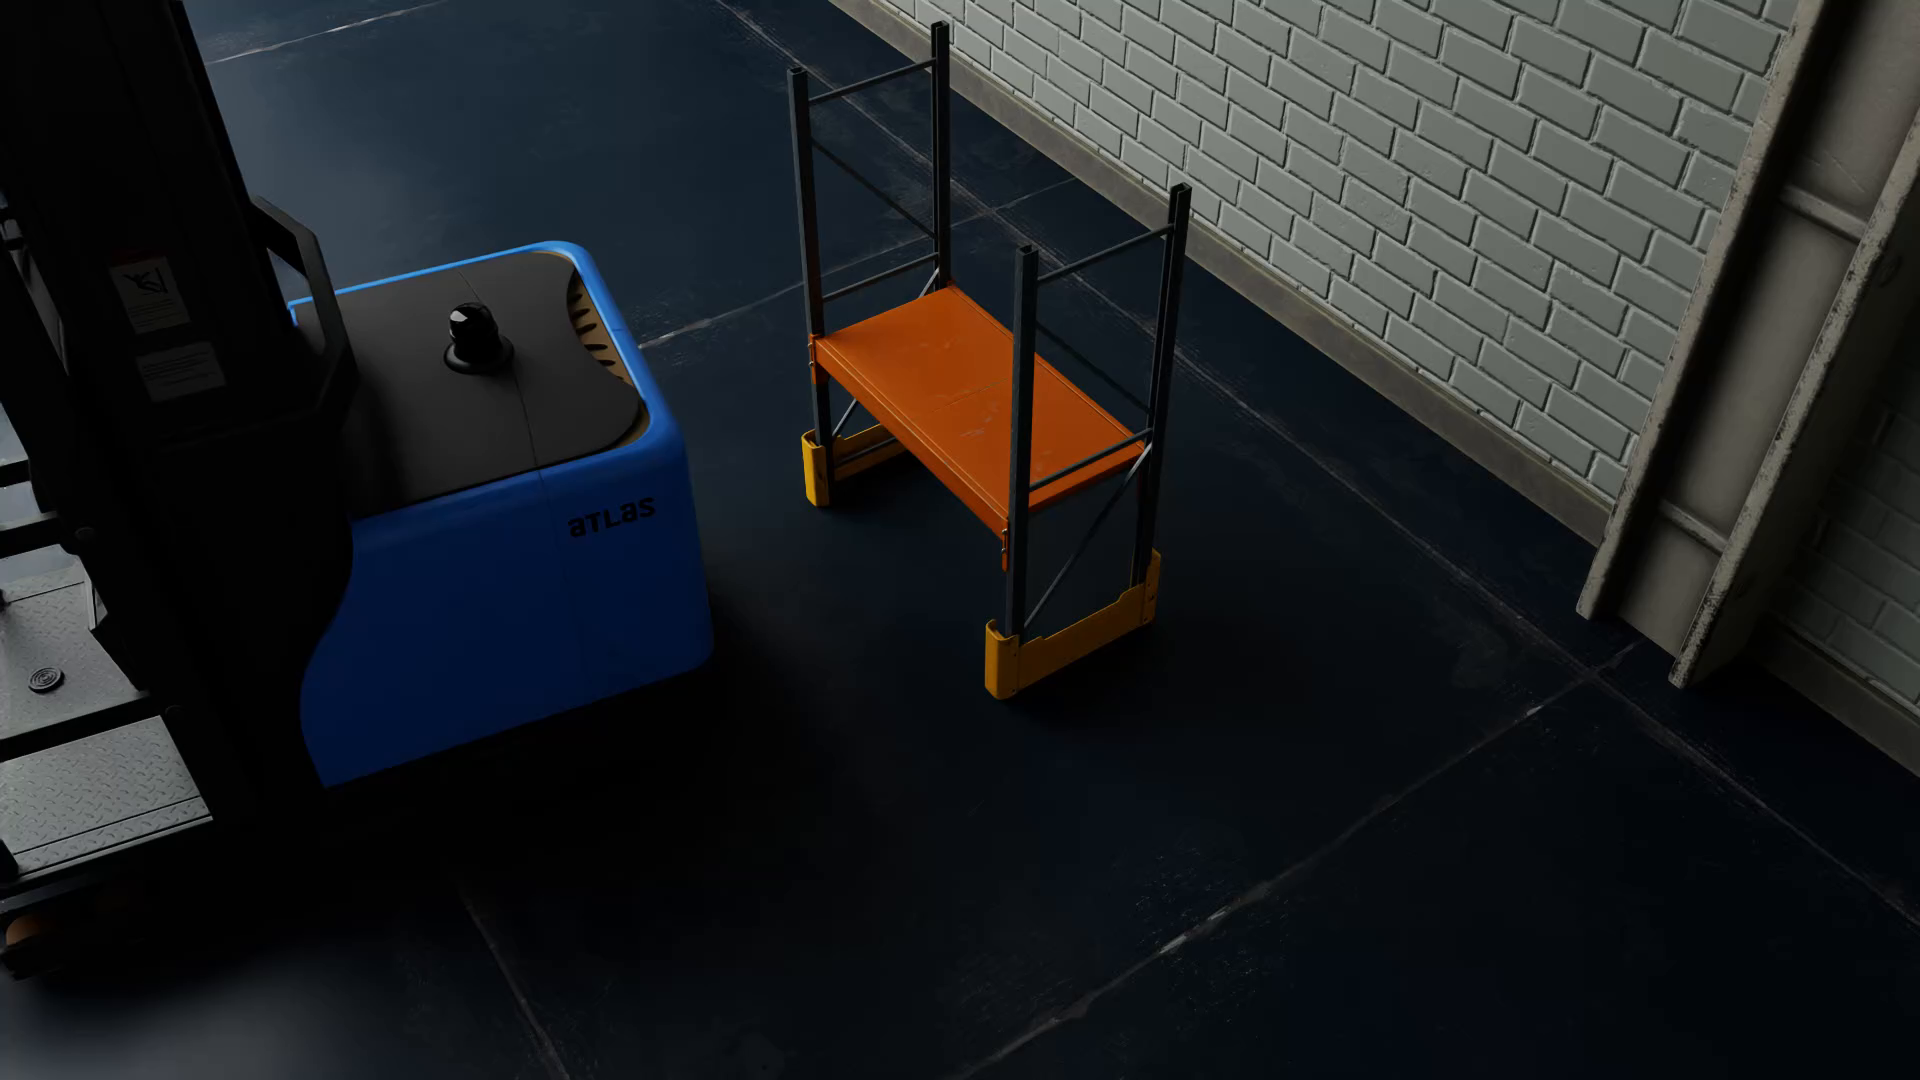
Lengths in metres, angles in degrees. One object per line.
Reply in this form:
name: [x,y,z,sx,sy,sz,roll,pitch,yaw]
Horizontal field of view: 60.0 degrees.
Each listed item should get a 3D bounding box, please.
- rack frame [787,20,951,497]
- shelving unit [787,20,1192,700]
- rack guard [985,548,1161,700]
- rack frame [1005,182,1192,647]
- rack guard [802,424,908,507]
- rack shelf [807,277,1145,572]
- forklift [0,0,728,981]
rack frame: [-0.242,-0.782,4.983,0.500,1.500,0.032,-26,49,-24]
shelving unit: [0.044,-0.499,4.687,0.587,1.500,1.083,-26,49,-24]
rack guard: [0.329,0.235,4.823,0.587,0.250,0.087,-26,49,-24]
rack frame: [0.340,-0.206,4.380,0.500,1.500,0.032,-26,49,-24]
rack guard: [-0.241,-0.329,5.414,0.587,0.250,0.087,-26,49,-24]
rack shelf: [0.049,-0.364,4.806,0.538,0.185,1.000,-26,49,-24]
forklift: [-2.211,-0.406,3.552,3.031,2.935,1.130,-17,46,-17]
